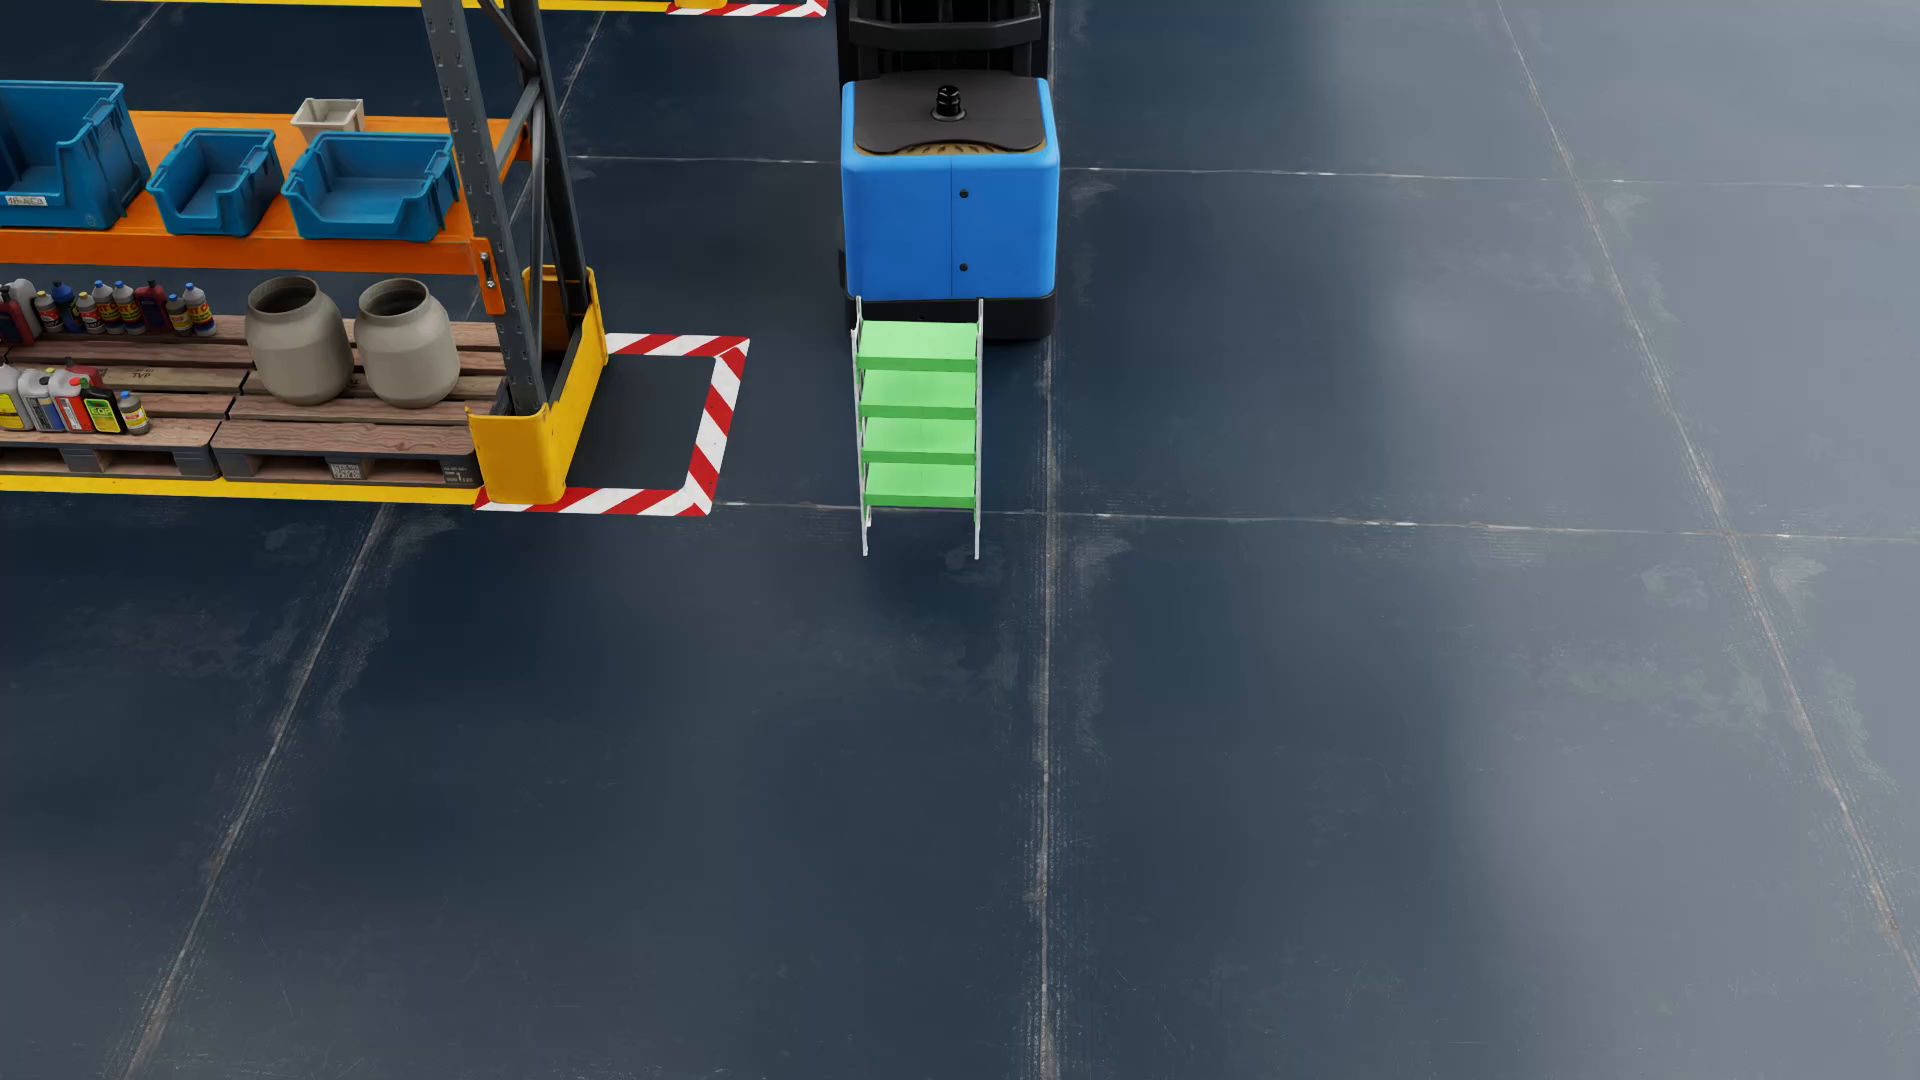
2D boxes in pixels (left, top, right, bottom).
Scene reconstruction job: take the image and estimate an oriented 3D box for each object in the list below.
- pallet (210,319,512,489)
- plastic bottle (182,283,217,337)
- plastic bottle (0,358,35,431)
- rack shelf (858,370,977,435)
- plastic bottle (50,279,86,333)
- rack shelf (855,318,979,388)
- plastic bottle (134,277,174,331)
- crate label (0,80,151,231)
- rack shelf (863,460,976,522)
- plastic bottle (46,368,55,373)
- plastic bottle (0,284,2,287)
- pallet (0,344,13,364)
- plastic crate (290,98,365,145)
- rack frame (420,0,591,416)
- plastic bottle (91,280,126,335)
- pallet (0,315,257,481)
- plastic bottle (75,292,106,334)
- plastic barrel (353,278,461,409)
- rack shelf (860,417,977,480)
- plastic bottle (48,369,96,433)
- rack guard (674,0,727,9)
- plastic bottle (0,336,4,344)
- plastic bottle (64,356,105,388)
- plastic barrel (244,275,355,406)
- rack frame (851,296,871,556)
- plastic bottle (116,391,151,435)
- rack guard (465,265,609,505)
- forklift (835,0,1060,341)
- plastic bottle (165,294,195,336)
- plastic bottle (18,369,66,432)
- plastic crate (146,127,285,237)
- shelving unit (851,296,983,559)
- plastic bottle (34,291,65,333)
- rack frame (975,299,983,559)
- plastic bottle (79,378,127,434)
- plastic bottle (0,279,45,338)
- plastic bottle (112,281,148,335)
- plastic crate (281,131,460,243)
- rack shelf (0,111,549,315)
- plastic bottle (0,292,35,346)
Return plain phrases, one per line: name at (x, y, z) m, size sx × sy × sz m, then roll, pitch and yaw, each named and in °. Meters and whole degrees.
pallet at (-2.764, -0.666, 7.895) m, size 1.213 × 0.211 × 1.003 m, roll 2°, pitch 43°, yaw 2°
plastic bottle at (-3.672, -1.118, 8.013) m, size 0.097 × 0.271 × 0.097 m, roll 0°, pitch 43°, yaw 0°
plastic bottle at (-4.284, -0.670, 7.474) m, size 0.185 × 0.351 × 0.144 m, roll 3°, pitch 43°, yaw 4°
rack shelf at (-0.165, -0.573, 6.812) m, size 0.480 × 0.148 × 0.258 m, roll 2°, pitch 43°, yaw 2°
plastic bottle at (-4.316, -1.137, 8.035) m, size 0.097 × 0.271 × 0.097 m, roll 0°, pitch 43°, yaw 0°
rack shelf at (-0.165, -0.749, 6.648) m, size 0.480 × 0.148 × 0.258 m, roll 2°, pitch 43°, yaw 2°
plastic bottle at (-3.897, -1.141, 8.030) m, size 0.133 × 0.283 × 0.061 m, roll 2°, pitch 43°, yaw 3°
crate label at (-3.725, -1.572, 6.797) m, size 0.616 × 0.435 × 0.502 m, roll 2°, pitch 43°, yaw 2°
rack shelf at (-0.165, -0.222, 7.139) m, size 0.480 × 0.148 × 0.258 m, roll 2°, pitch 43°, yaw 2°
plastic bottle at (-4.131, -0.698, 7.614) m, size 0.097 × 0.201 × 0.097 m, roll 0°, pitch 43°, yaw 0°
plastic bottle at (-4.700, -1.162, 8.003) m, size 0.185 × 0.351 × 0.144 m, roll 2°, pitch 43°, yaw 2°
pallet at (-5.201, -0.741, 7.975) m, size 1.213 × 0.211 × 1.003 m, roll 2°, pitch 43°, yaw 2°
plastic crate at (-2.754, -1.837, 7.300) m, size 0.250 × 0.136 × 0.298 m, roll 2°, pitch 43°, yaw 2°
rack frame at (-1.874, -1.687, 6.946) m, size 0.127 × 3.000 × 1.000 m, roll 2°, pitch 43°, yaw 2°
plastic bottle at (-4.114, -1.131, 8.028) m, size 0.097 × 0.271 × 0.097 m, roll 0°, pitch 43°, yaw 0°
pallet at (-3.979, -0.705, 7.937) m, size 1.213 × 0.211 × 1.003 m, roll 2°, pitch 43°, yaw 2°
plastic bottle at (-4.213, -1.109, 8.055) m, size 0.097 × 0.201 × 0.097 m, roll 0°, pitch 43°, yaw 0°
plastic barrel at (-2.535, -0.899, 7.616) m, size 0.421 × 0.512 × 0.421 m, roll 0°, pitch 43°, yaw 0°
rack shelf at (-0.165, -0.397, 6.975) m, size 0.480 × 0.148 × 0.258 m, roll 2°, pitch 43°, yaw 2°
plastic bottle at (-3.979, -0.636, 7.493) m, size 0.135 × 0.276 × 0.152 m, roll 2°, pitch 43°, yaw 2°
rack guard at (-1.727, -4.147, 11.421) m, size 0.348 × 0.500 × 1.175 m, roll 2°, pitch 43°, yaw 2°
plastic bottle at (-4.679, -1.067, 7.950) m, size 0.133 × 0.283 × 0.061 m, roll 2°, pitch 43°, yaw 2°
plastic bottle at (-3.975, -0.711, 7.568) m, size 0.133 × 0.283 × 0.061 m, roll 2°, pitch 43°, yaw 2°
plastic barrel at (-3.036, -0.914, 7.633) m, size 0.421 × 0.512 × 0.421 m, roll 0°, pitch 43°, yaw 0°
rack frame at (-0.409, -0.452, 6.940) m, size 0.015 × 1.200 × 0.240 m, roll 2°, pitch 43°, yaw 2°
plastic bottle at (-3.729, -0.582, 7.490) m, size 0.097 × 0.201 × 0.097 m, roll 0°, pitch 43°, yaw 0°
rack guard at (-1.952, -0.743, 7.766) m, size 0.348 × 0.500 × 1.175 m, roll 2°, pitch 43°, yaw 2°
forklift at (-0.099, -3.046, 8.455) m, size 1.130 × 2.935 × 3.031 m, roll -2°, pitch 43°, yaw -2°
plastic bottle at (-3.775, -1.095, 8.041) m, size 0.097 × 0.201 × 0.097 m, roll 0°, pitch 43°, yaw 0°
plastic bottle at (-4.118, -0.640, 7.497) m, size 0.135 × 0.276 × 0.152 m, roll 1°, pitch 43°, yaw 1°
plastic crate at (-3.036, -1.468, 6.820) m, size 0.408 × 0.251 × 0.499 m, roll 2°, pitch 43°, yaw 2°
shelving unit at (-0.165, -0.444, 6.932) m, size 0.503 × 1.200 × 0.258 m, roll 2°, pitch 43°, yaw 2°
plastic bottle at (-4.418, -1.115, 8.062) m, size 0.097 × 0.201 × 0.097 m, roll 0°, pitch 43°, yaw 0°
rack frame at (0.078, -0.437, 6.924) m, size 0.015 × 1.200 × 0.240 m, roll 2°, pitch 43°, yaw 2°
plastic bottle at (-3.846, -0.603, 7.452) m, size 0.133 × 0.283 × 0.061 m, roll 3°, pitch 43°, yaw 3°
plastic bottle at (-4.537, -1.127, 8.020) m, size 0.135 × 0.276 × 0.152 m, roll 2°, pitch 43°, yaw 3°
plastic bottle at (-4.014, -1.128, 8.025) m, size 0.097 × 0.271 × 0.097 m, roll 0°, pitch 43°, yaw 0°
plastic crate at (-2.388, -1.444, 6.794) m, size 0.616 × 0.251 × 0.499 m, roll 2°, pitch 43°, yaw 2°
rack shelf at (-3.872, -1.485, 7.257) m, size 4.000 × 0.370 × 1.077 m, roll 2°, pitch 43°, yaw 2°
plastic bottle at (-4.542, -1.057, 7.940) m, size 0.133 × 0.283 × 0.061 m, roll 2°, pitch 43°, yaw 2°
